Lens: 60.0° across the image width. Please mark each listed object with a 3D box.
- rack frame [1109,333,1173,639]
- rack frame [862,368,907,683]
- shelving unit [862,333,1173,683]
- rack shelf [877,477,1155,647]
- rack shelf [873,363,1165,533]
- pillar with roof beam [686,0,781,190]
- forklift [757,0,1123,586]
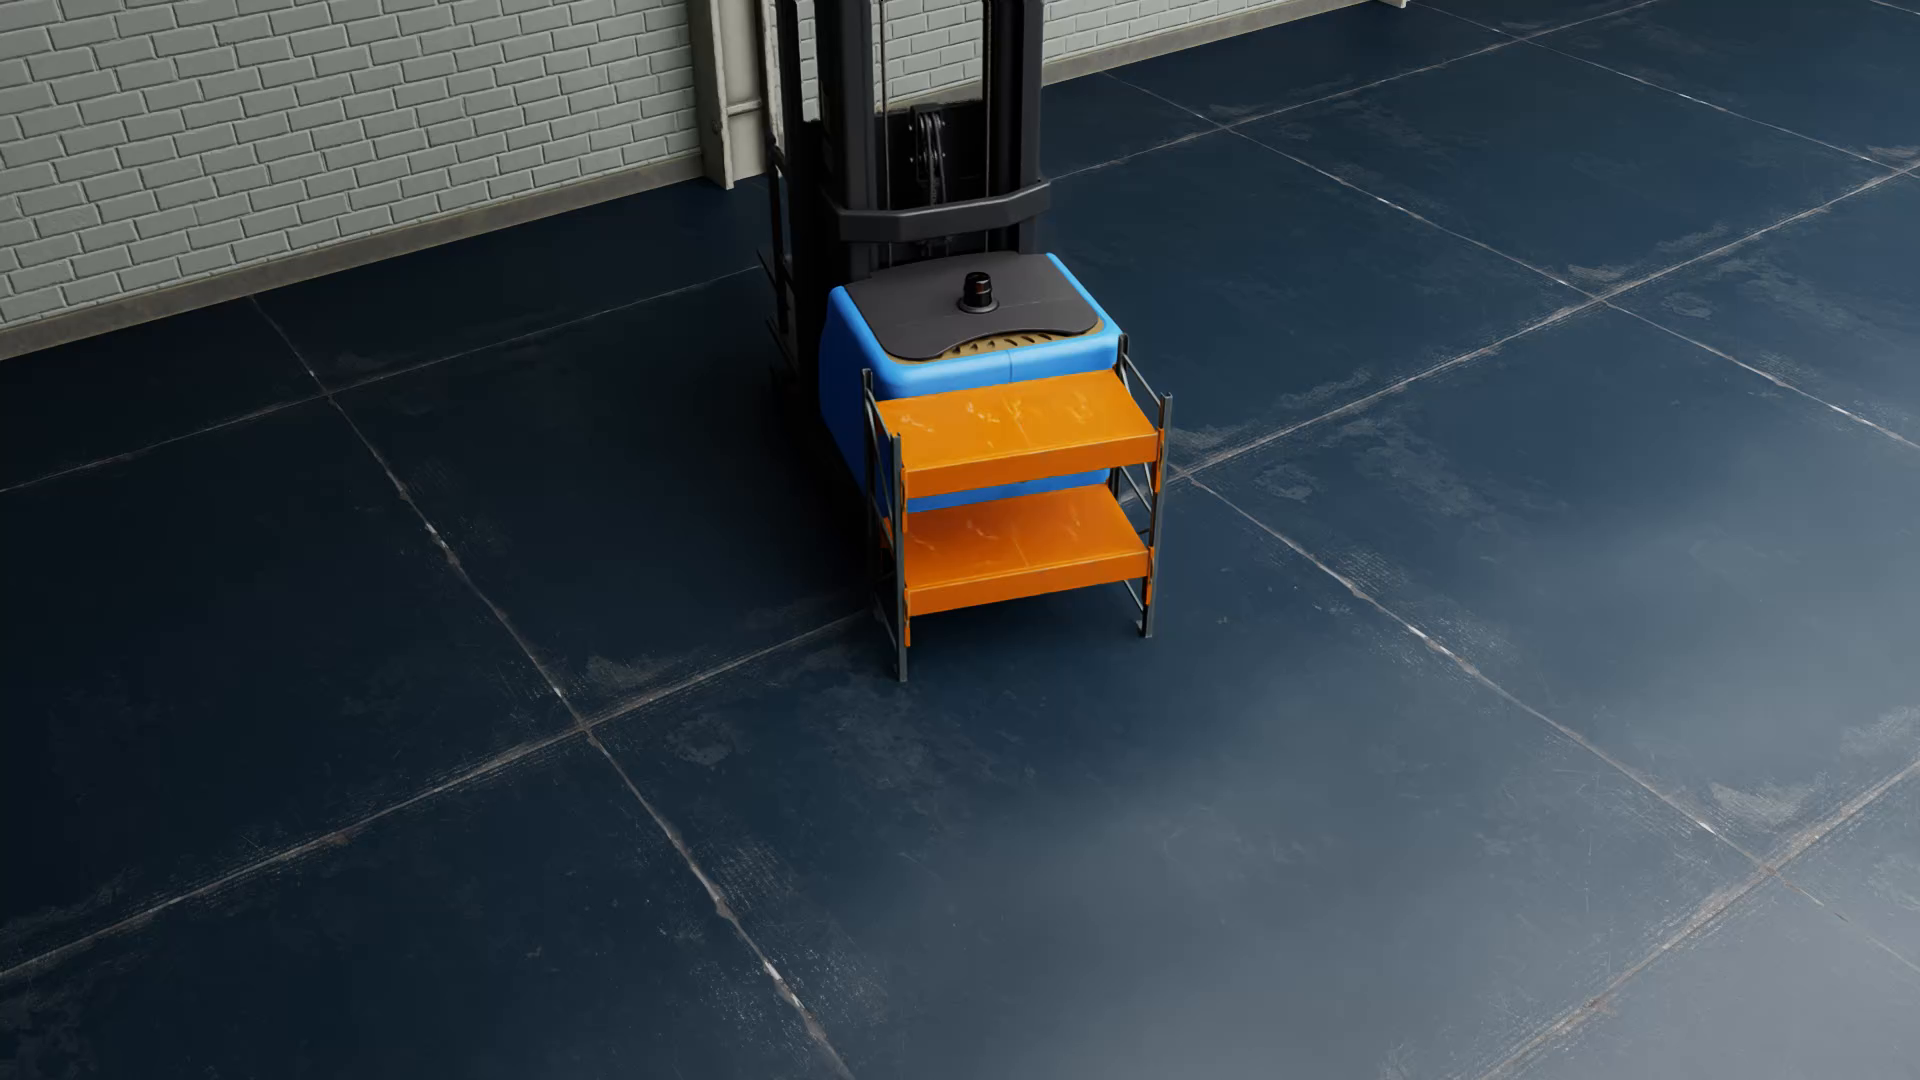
[{"bbox_3d":[0.693,-0.201,6.566,0.032,1.125,0.500,-9,37,-13],"label":"rack frame"},{"bbox_3d":[-0.287,-0.043,6.346,0.032,1.125,0.500,-9,37,-13],"label":"rack frame"},{"bbox_3d":[0.203,-0.122,6.456,1.048,1.125,0.538,-9,37,-13],"label":"shelving unit"},{"bbox_3d":[0.203,0.077,6.599,1.000,0.278,0.538,-9,37,-13],"label":"rack shelf"},{"bbox_3d":[0.203,-0.360,6.285,1.000,0.278,0.538,-9,37,-13],"label":"rack shelf"},{"bbox_3d":[1.111,-3.898,4.963,0.400,9.000,9.100,-22,41,-28],"label":"pillar with roof beam"},{"bbox_3d":[-0.295,-1.854,7.317,1.130,2.935,3.031,-11,37,-15],"label":"forklift"}]
